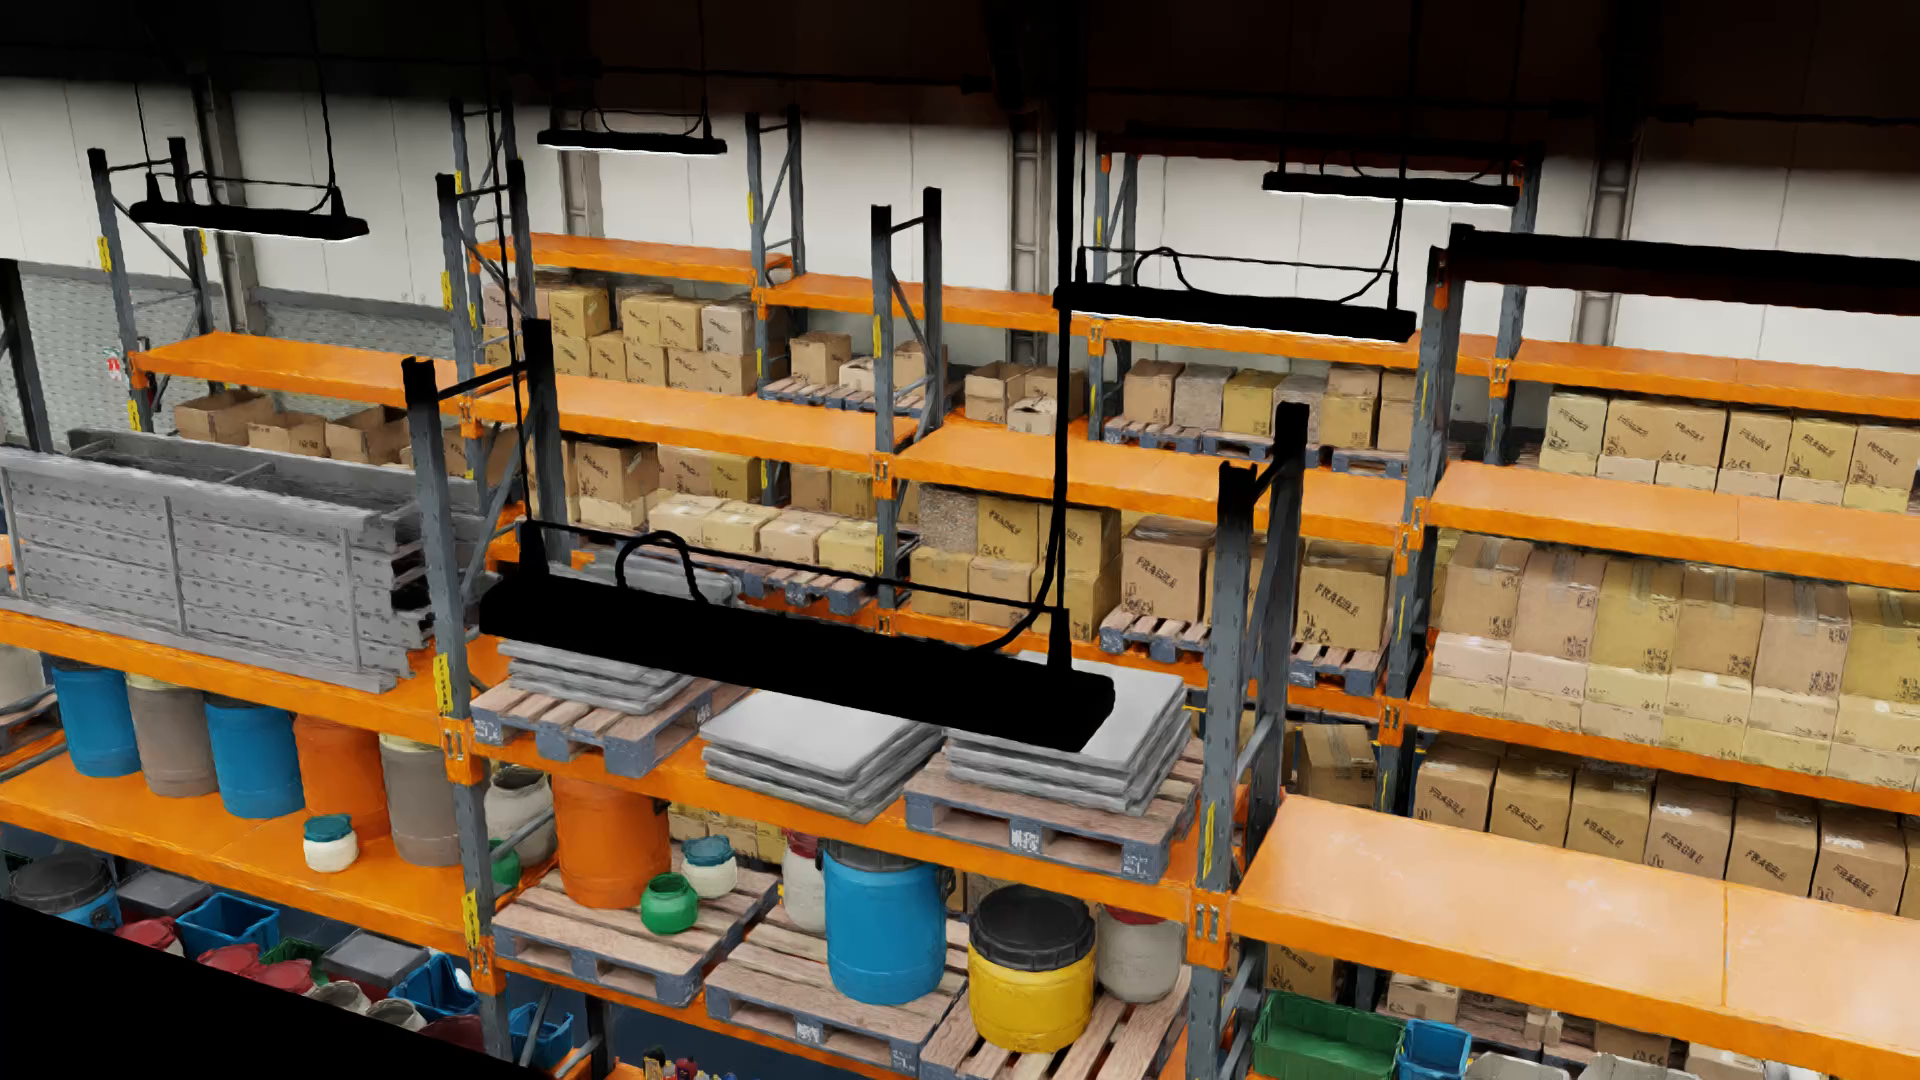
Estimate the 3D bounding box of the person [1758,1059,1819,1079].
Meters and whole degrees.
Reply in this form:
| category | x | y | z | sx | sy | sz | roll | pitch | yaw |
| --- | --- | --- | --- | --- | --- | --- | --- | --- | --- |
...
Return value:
| category | x | y | z | sx | sy | sz | roll | pitch | yaw |
| --- | --- | --- | --- | --- | --- | --- | --- | --- | --- |
| person | 5.244 | 3.665 | 10.473 | 0.546 | 1.733 | 0.729 | 8 | 22 | 21 |

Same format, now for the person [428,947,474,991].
| category | x | y | z | sx | sy | sz | roll | pitch | yaw |
| --- | --- | --- | --- | --- | --- | --- | --- | --- | --- |
| person | -3.445 | 3.436 | 11.087 | 0.992 | 1.738 | 0.605 | 19 | 28 | 41 |
